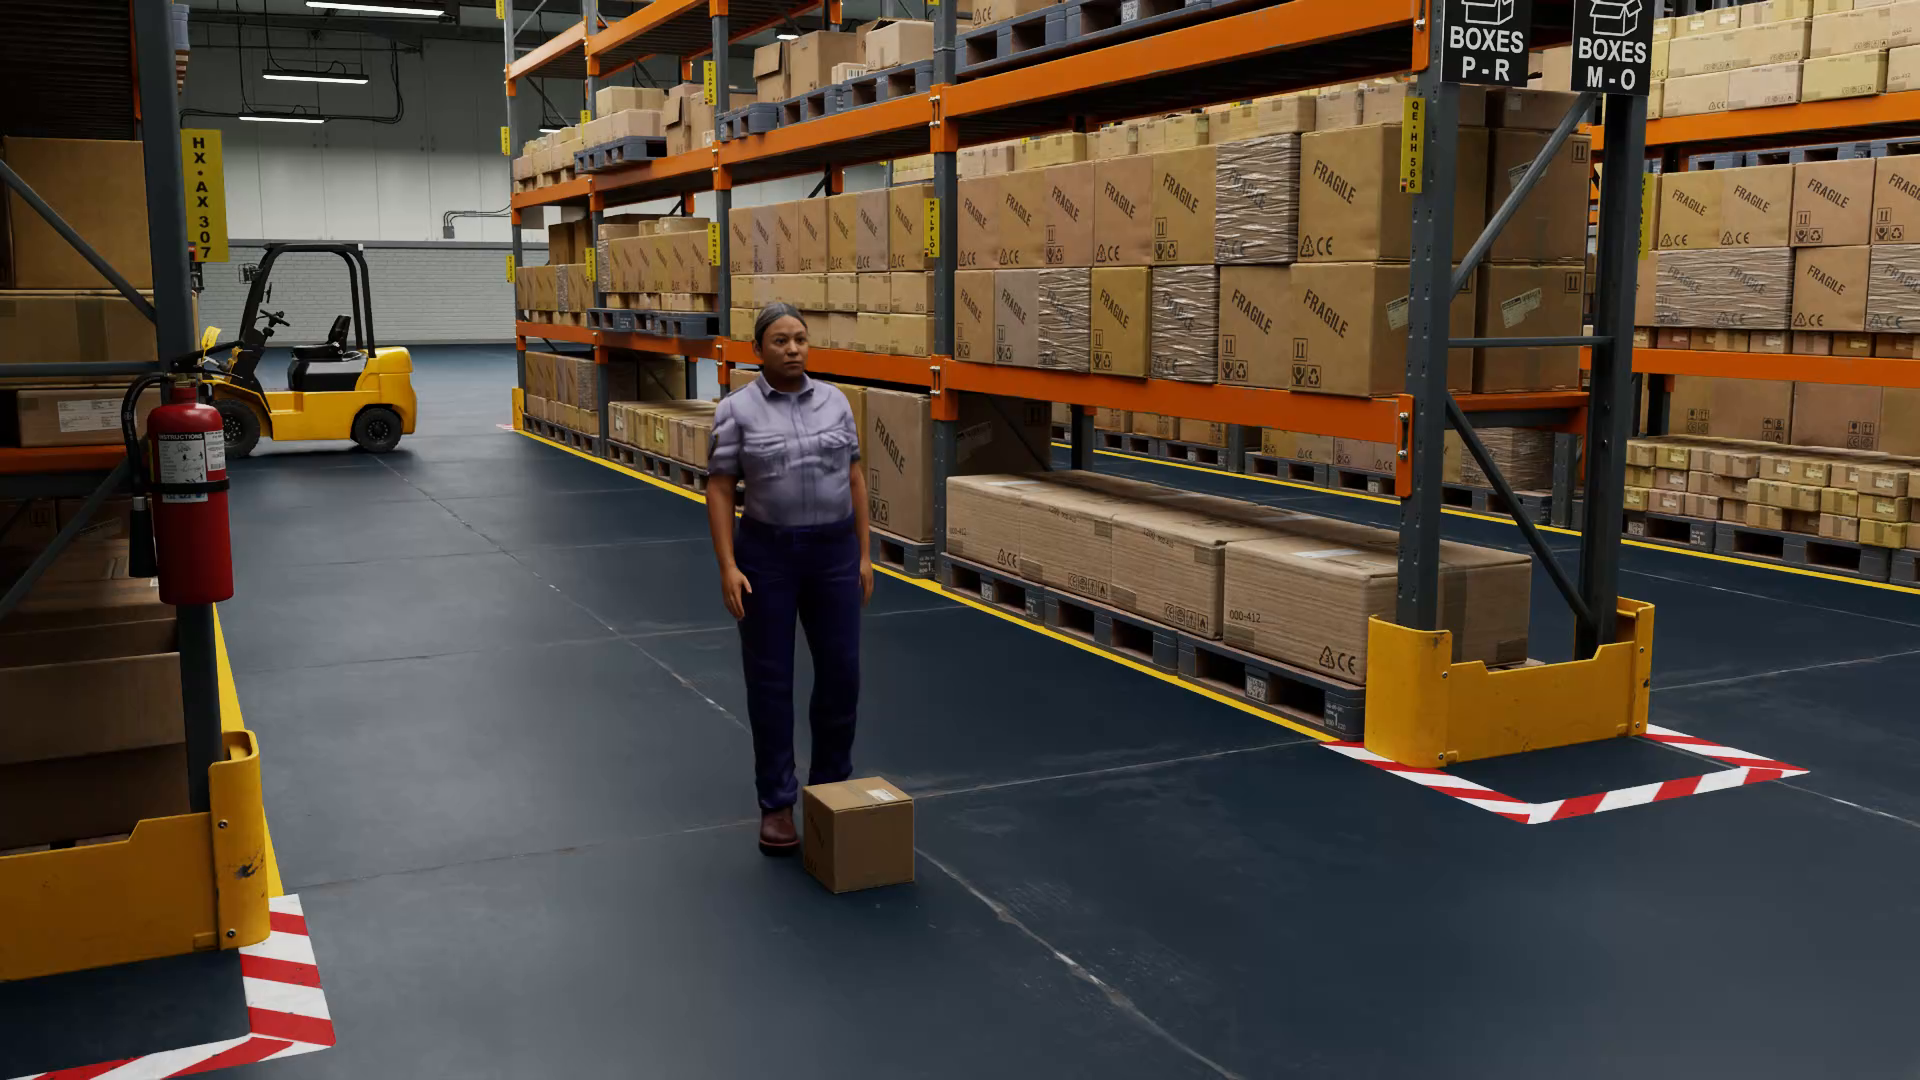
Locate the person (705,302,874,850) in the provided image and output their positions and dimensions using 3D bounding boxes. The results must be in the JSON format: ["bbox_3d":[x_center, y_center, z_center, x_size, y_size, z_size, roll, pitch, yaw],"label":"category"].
[{"bbox_3d":[-0.512,0.127,5.147,0.523,1.711,0.422,-3,9,-19],"label":"person"}]
